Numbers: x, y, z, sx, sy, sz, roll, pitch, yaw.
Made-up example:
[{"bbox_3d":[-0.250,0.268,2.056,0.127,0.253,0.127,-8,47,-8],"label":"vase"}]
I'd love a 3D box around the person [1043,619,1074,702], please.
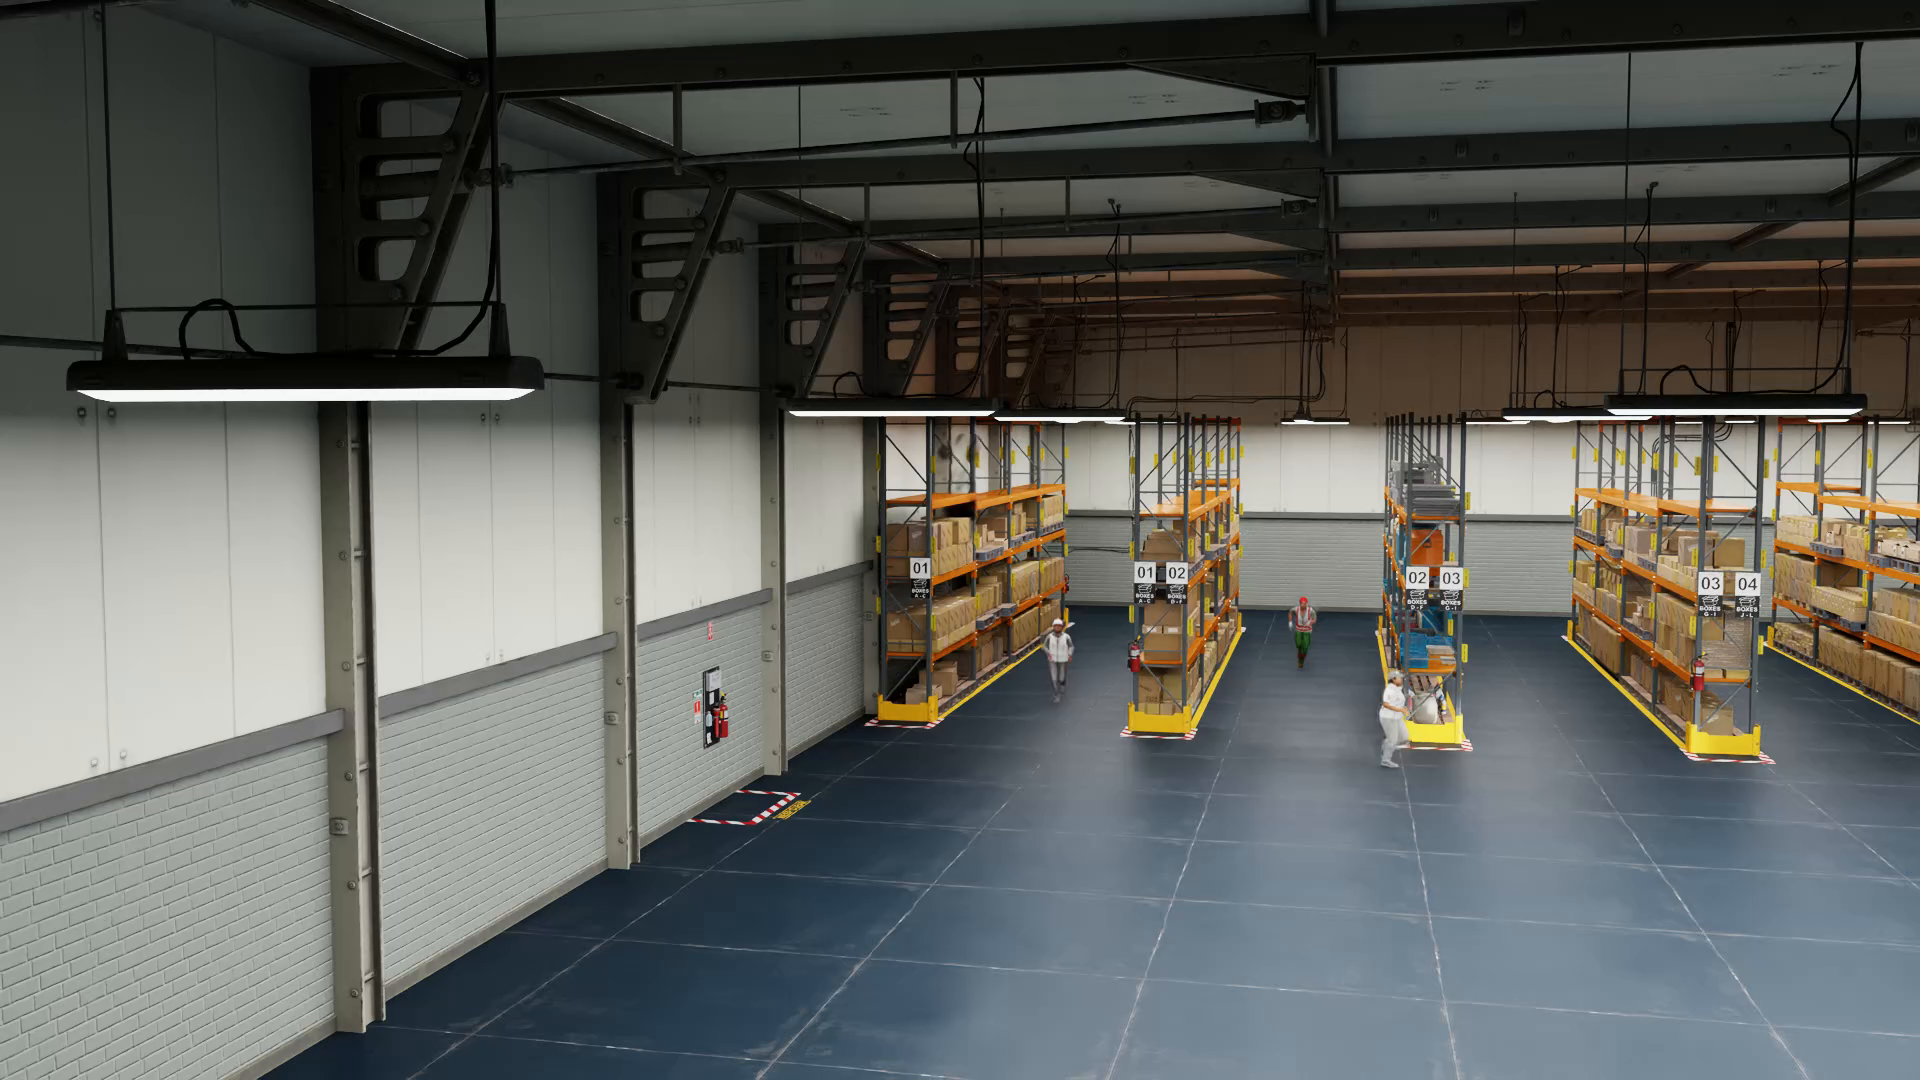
[{"bbox_3d":[2.052,2.517,34.767,0.661,1.731,0.585,0,4,6],"label":"person"}]

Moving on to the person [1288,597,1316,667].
[{"bbox_3d":[8.155,2.197,39.611,0.649,1.703,0.719,1,4,9],"label":"person"}]

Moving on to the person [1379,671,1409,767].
[{"bbox_3d":[7.328,3.016,28.038,0.562,1.636,0.590,3,5,34],"label":"person"}]
